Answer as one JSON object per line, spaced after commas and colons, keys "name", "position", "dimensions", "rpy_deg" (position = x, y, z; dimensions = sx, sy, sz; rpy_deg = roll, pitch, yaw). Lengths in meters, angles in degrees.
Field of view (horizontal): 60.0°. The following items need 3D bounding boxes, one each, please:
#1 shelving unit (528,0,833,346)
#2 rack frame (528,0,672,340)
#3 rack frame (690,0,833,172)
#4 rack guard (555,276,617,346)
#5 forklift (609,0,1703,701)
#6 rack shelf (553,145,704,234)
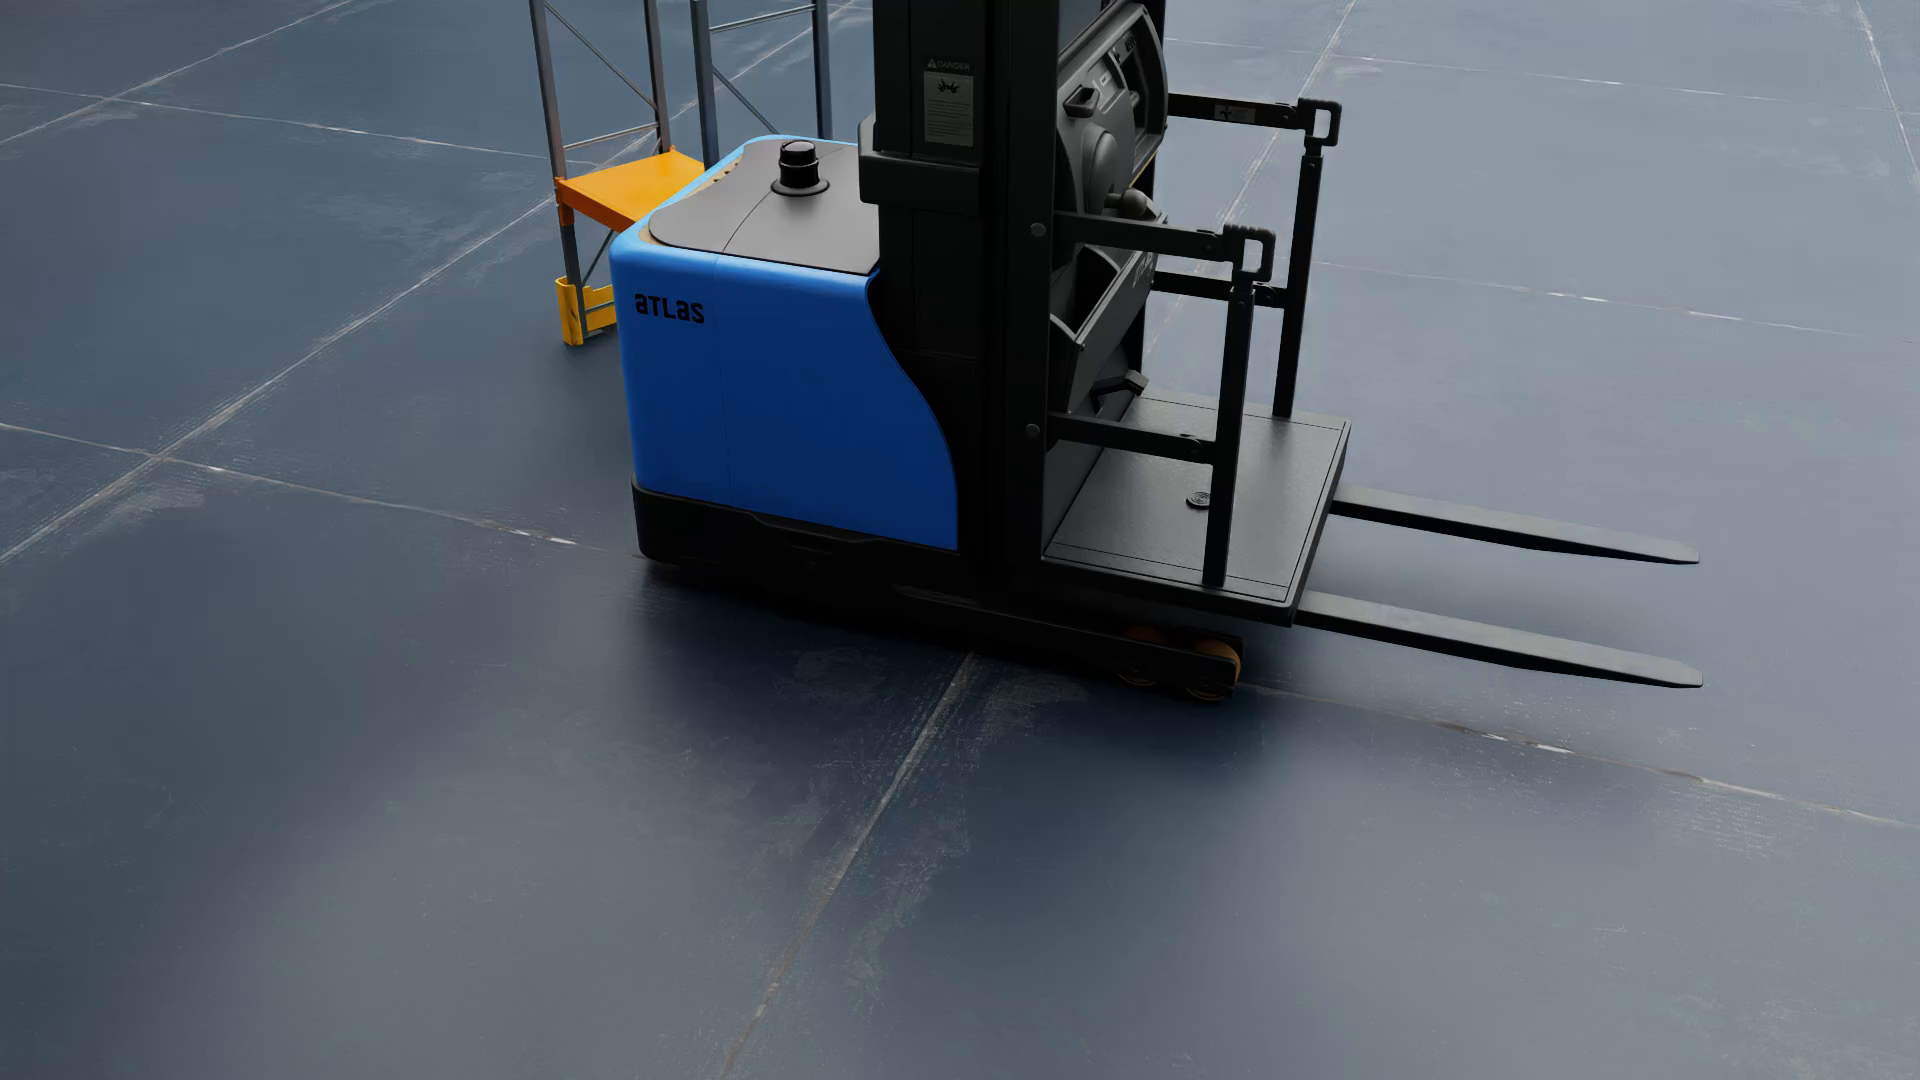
{"name": "shelving unit", "position": [-0.966, -1.295, 5.873], "dimensions": [0.587, 1.500, 1.083], "rpy_deg": [-26, 41, -34]}
{"name": "rack frame", "position": [-1.299, -1.497, 6.185], "dimensions": [0.500, 1.500, 0.032], "rpy_deg": [-26, 41, -34]}
{"name": "rack frame", "position": [-0.620, -1.086, 5.550], "dimensions": [0.500, 1.500, 0.032], "rpy_deg": [-26, 41, -34]}
{"name": "rack guard", "position": [-1.298, -0.971, 6.523], "dimensions": [0.587, 0.250, 0.087], "rpy_deg": [-26, 41, -34]}
{"name": "forklift", "position": [0.590, -1.117, 4.277], "dimensions": [3.031, 2.935, 1.130], "rpy_deg": [11, 34, 16]}
{"name": "rack shelf", "position": [-0.960, -1.140, 5.965], "dimensions": [0.538, 0.185, 1.000], "rpy_deg": [-26, 41, -34]}
